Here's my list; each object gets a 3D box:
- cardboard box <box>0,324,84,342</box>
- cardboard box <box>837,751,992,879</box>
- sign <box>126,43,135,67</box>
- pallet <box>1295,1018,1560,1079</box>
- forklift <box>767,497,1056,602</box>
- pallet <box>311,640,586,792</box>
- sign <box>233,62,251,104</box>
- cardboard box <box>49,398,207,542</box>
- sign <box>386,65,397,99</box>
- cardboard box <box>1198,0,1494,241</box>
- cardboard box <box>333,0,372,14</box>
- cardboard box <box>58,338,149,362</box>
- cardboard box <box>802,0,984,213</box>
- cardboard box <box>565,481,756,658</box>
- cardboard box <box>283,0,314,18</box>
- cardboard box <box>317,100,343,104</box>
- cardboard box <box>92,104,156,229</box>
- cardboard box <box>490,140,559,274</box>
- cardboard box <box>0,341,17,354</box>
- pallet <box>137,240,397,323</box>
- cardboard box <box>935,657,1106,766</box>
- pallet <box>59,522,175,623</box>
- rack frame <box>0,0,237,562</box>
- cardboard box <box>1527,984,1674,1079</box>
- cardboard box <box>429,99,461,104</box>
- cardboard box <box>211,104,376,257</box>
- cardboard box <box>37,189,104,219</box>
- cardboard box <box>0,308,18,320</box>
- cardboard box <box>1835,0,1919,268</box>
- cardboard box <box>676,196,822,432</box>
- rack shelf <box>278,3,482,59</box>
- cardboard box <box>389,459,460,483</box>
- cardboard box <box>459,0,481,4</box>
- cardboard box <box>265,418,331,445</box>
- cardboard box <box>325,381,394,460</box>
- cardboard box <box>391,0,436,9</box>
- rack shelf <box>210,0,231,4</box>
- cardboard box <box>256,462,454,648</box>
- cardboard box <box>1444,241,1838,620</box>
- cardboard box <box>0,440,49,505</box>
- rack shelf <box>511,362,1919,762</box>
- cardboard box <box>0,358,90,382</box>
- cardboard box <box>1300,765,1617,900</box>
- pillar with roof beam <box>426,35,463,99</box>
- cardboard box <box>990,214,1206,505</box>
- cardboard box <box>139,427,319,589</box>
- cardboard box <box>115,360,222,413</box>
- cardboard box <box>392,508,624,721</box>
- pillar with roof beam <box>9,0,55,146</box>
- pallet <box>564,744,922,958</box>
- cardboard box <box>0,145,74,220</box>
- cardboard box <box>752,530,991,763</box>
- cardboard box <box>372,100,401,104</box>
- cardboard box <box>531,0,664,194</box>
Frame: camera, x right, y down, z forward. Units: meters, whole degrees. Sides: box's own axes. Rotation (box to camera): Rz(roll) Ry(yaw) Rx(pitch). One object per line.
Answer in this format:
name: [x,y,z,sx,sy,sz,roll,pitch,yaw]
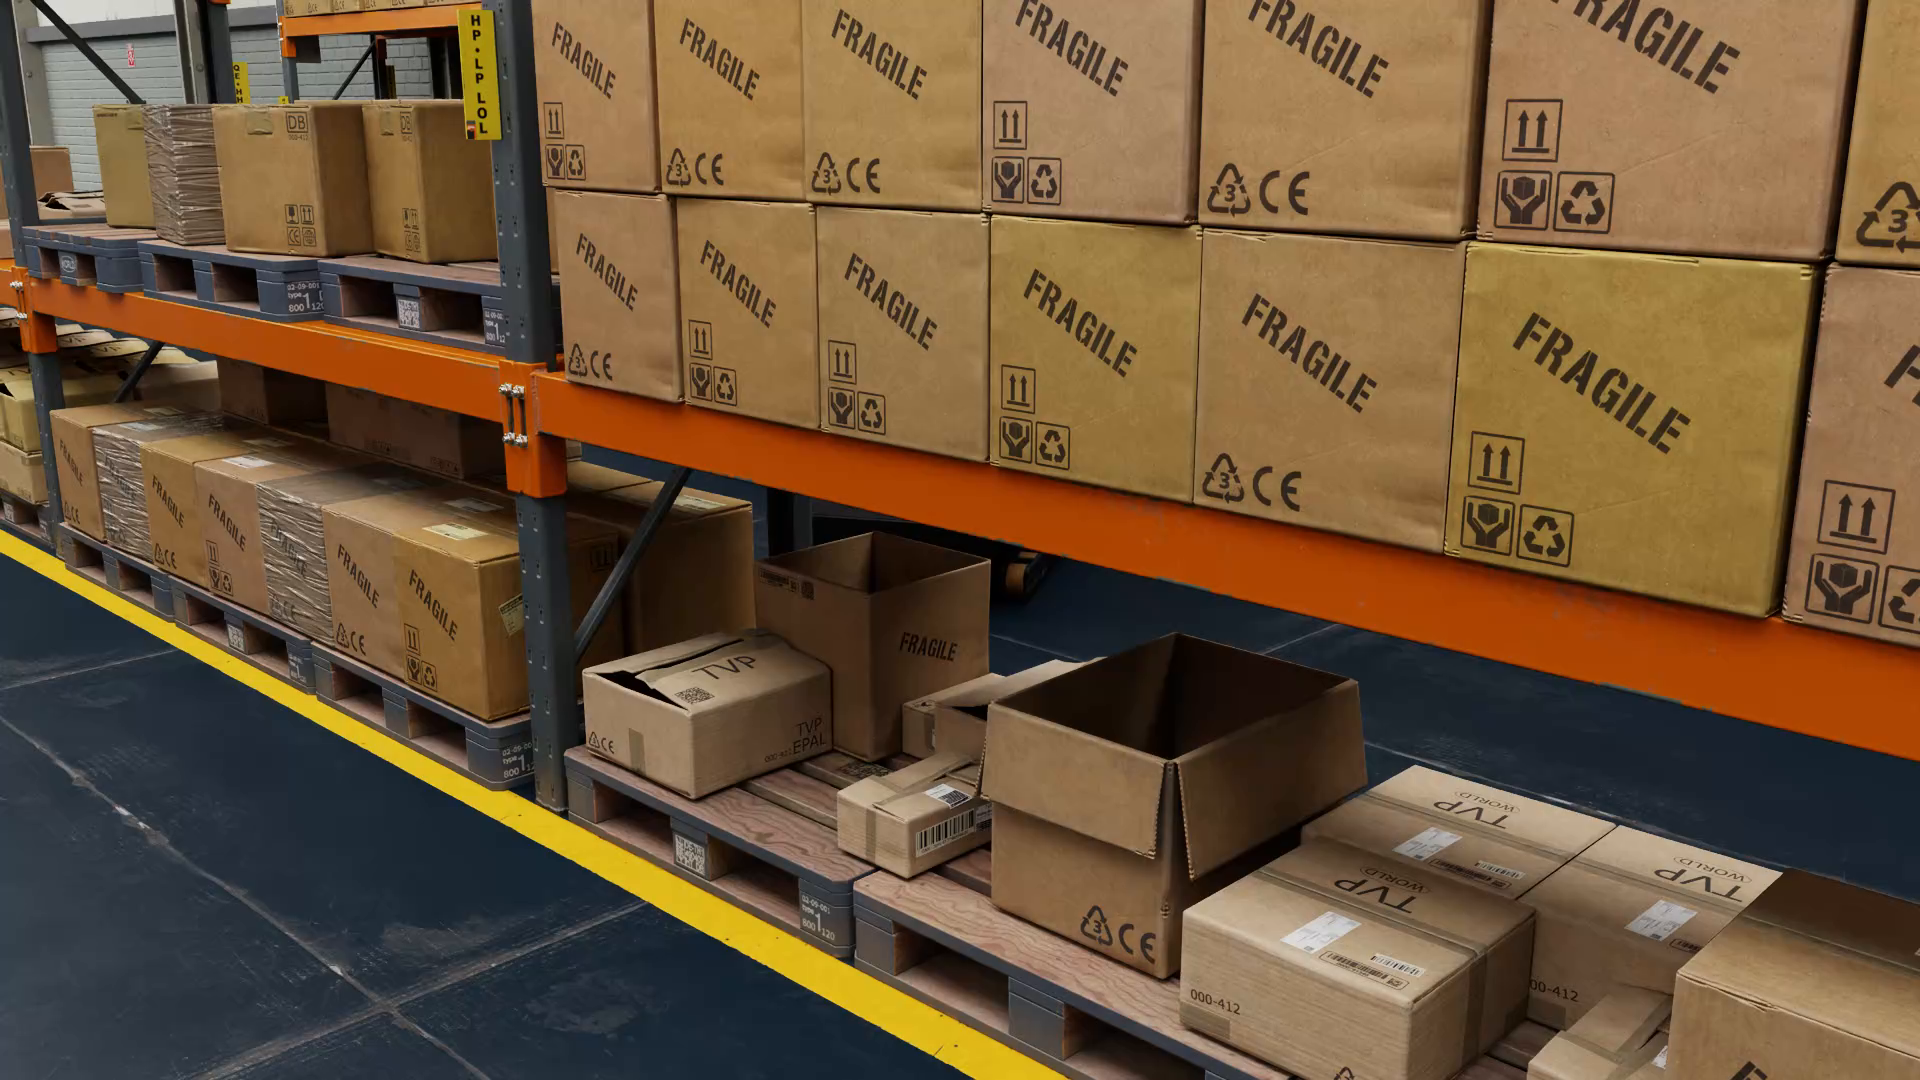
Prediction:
cardboard box: [-5.397,-1.096,9.697,0.500,0.311,0.500,14,20,42]
cardboard box: [-0.084,0.672,4.150,0.250,0.166,0.380,14,20,42]
sign: [-10.972,-6.413,22.000,0.199,0.298,0.001,14,20,42]
pallet: [1.385,1.149,3.106,1.213,0.211,1.003,14,20,42]
forklift: [-0.163,-1.267,6.980,1.130,2.935,3.031,4,15,15]
pallet: [-1.477,0.466,5.727,1.213,0.211,1.003,14,20,42]
sign: [-3.375,-2.070,7.790,0.005,0.325,0.100,14,20,42]
cardboard box: [-3.616,-0.320,7.297,0.500,0.500,0.500,-13,20,-42]
sign: [-5.669,-4.559,16.556,0.005,0.325,0.100,14,20,42]
cardboard box: [0.762,-0.787,2.821,0.500,0.500,0.500,-14,20,-43]
cardboard box: [-5.263,-4.963,14.845,0.500,0.500,0.500,-13,20,-42]
cardboard box: [-4.668,-0.917,9.012,0.500,0.311,0.500,13,19,41]
cardboard box: [0.020,-0.967,3.512,0.500,0.500,0.500,13,19,41]
cardboard box: [-1.044,0.120,5.609,0.500,0.500,0.500,13,19,40]
cardboard box: [-6.001,-5.154,15.576,0.500,0.500,0.500,-14,20,-43]
cardboard box: [-5.584,-3.822,15.421,0.500,0.500,0.500,14,20,42]
cardboard box: [-3.213,-1.610,7.132,0.500,0.500,0.700,7,16,24]
cardboard box: [-1.051,-1.123,5.263,0.500,0.500,0.700,7,16,24]
cardboard box: [-5.392,-0.906,8.969,0.500,0.311,0.500,-14,20,-43]
pallet: [-2.342,-1.016,6.263,1.213,0.211,1.003,14,20,42]
cardboard box: [0.282,0.519,4.450,0.500,0.311,0.500,14,20,42]
pallet: [-3.234,0.039,7.365,1.213,0.211,1.003,14,20,42]
rack frame: [-3.745,-1.448,7.542,0.127,3.000,1.000,14,20,42]
cardboard box: [1.223,0.972,2.998,0.250,0.166,0.380,14,20,42]
cardboard box: [-4.107,-3.461,14.037,0.500,0.500,0.500,14,20,42]
cardboard box: [-2.180,-1.298,5.933,0.500,0.500,0.700,8,17,28]
cardboard box: [-4.254,-1.597,8.289,0.500,0.311,0.500,13,20,42]
cardboard box: [-6.134,-1.274,10.379,0.500,0.311,0.500,14,20,42]
cardboard box: [1.503,-0.608,2.137,0.500,0.500,0.500,13,20,42]
cardboard box: [-0.317,-0.569,3.969,0.500,0.500,0.500,14,20,43]
rack shelf: [-4.628,-4.502,14.738,4.000,0.370,1.077,14,20,42]
cardboard box: [-1.791,-0.061,6.301,0.500,0.500,0.500,14,20,43]
cardboard box: [-3.726,-4.602,13.457,0.500,0.500,0.500,-14,20,-43]
cardboard box: [-2.536,-0.240,6.989,0.500,0.500,0.500,13,19,40]
cardboard box: [-2.126,-0.506,6.523,0.500,0.250,0.500,13,20,41]
cardboard box: [-4.504,-4.782,14.150,0.500,0.500,0.500,13,19,40]
rack shelf: [-2.305,-2.202,5.911,4.000,0.370,1.077,14,20,42]
cardboard box: [-2.130,0.038,5.921,0.500,0.500,0.500,14,20,43]
cardboard box: [1.127,-0.216,2.613,0.500,0.500,0.500,14,20,43]
cardboard box: [-4.293,-0.369,8.019,0.500,0.250,0.500,-14,20,-43]
rack shelf: [0.574,-0.050,3.602,4.000,0.370,1.077,14,20,42]
cardboard box: [-4.672,-0.729,8.290,0.500,0.311,0.500,13,20,41]
cardboard box: [1.100,0.748,3.694,0.500,0.250,0.500,14,20,42]
pillar with roof beam: [-7.952,-5.904,12.745,0.400,9.000,9.100,14,20,42]
cardboard box: [0.409,-0.392,3.290,0.500,0.500,0.500,13,20,41]
cardboard box: [-2.877,-0.141,6.608,0.500,0.500,0.500,13,20,41]
cardboard box: [-3.918,-0.737,8.321,0.500,0.311,0.500,-14,20,-42]
cardboard box: [-1.420,0.214,5.246,0.500,0.500,0.500,14,20,42]
pillar with roof beam: [-16.591,-8.005,20.806,0.400,9.000,9.100,14,20,42]
pallet: [-0.372,0.722,4.745,1.213,0.211,1.003,14,20,42]
cardboard box: [-4.964,-1.787,8.645,0.500,0.500,0.500,12,19,39]
cardboard box: [-0.258,0.297,4.930,0.500,0.500,0.500,14,20,42]
cardboard box: [-4.837,-3.642,14.731,0.500,0.500,0.500,-14,20,-42]
cardboard box: [-0.721,-1.147,4.204,0.500,0.500,0.500,-14,20,-43]
